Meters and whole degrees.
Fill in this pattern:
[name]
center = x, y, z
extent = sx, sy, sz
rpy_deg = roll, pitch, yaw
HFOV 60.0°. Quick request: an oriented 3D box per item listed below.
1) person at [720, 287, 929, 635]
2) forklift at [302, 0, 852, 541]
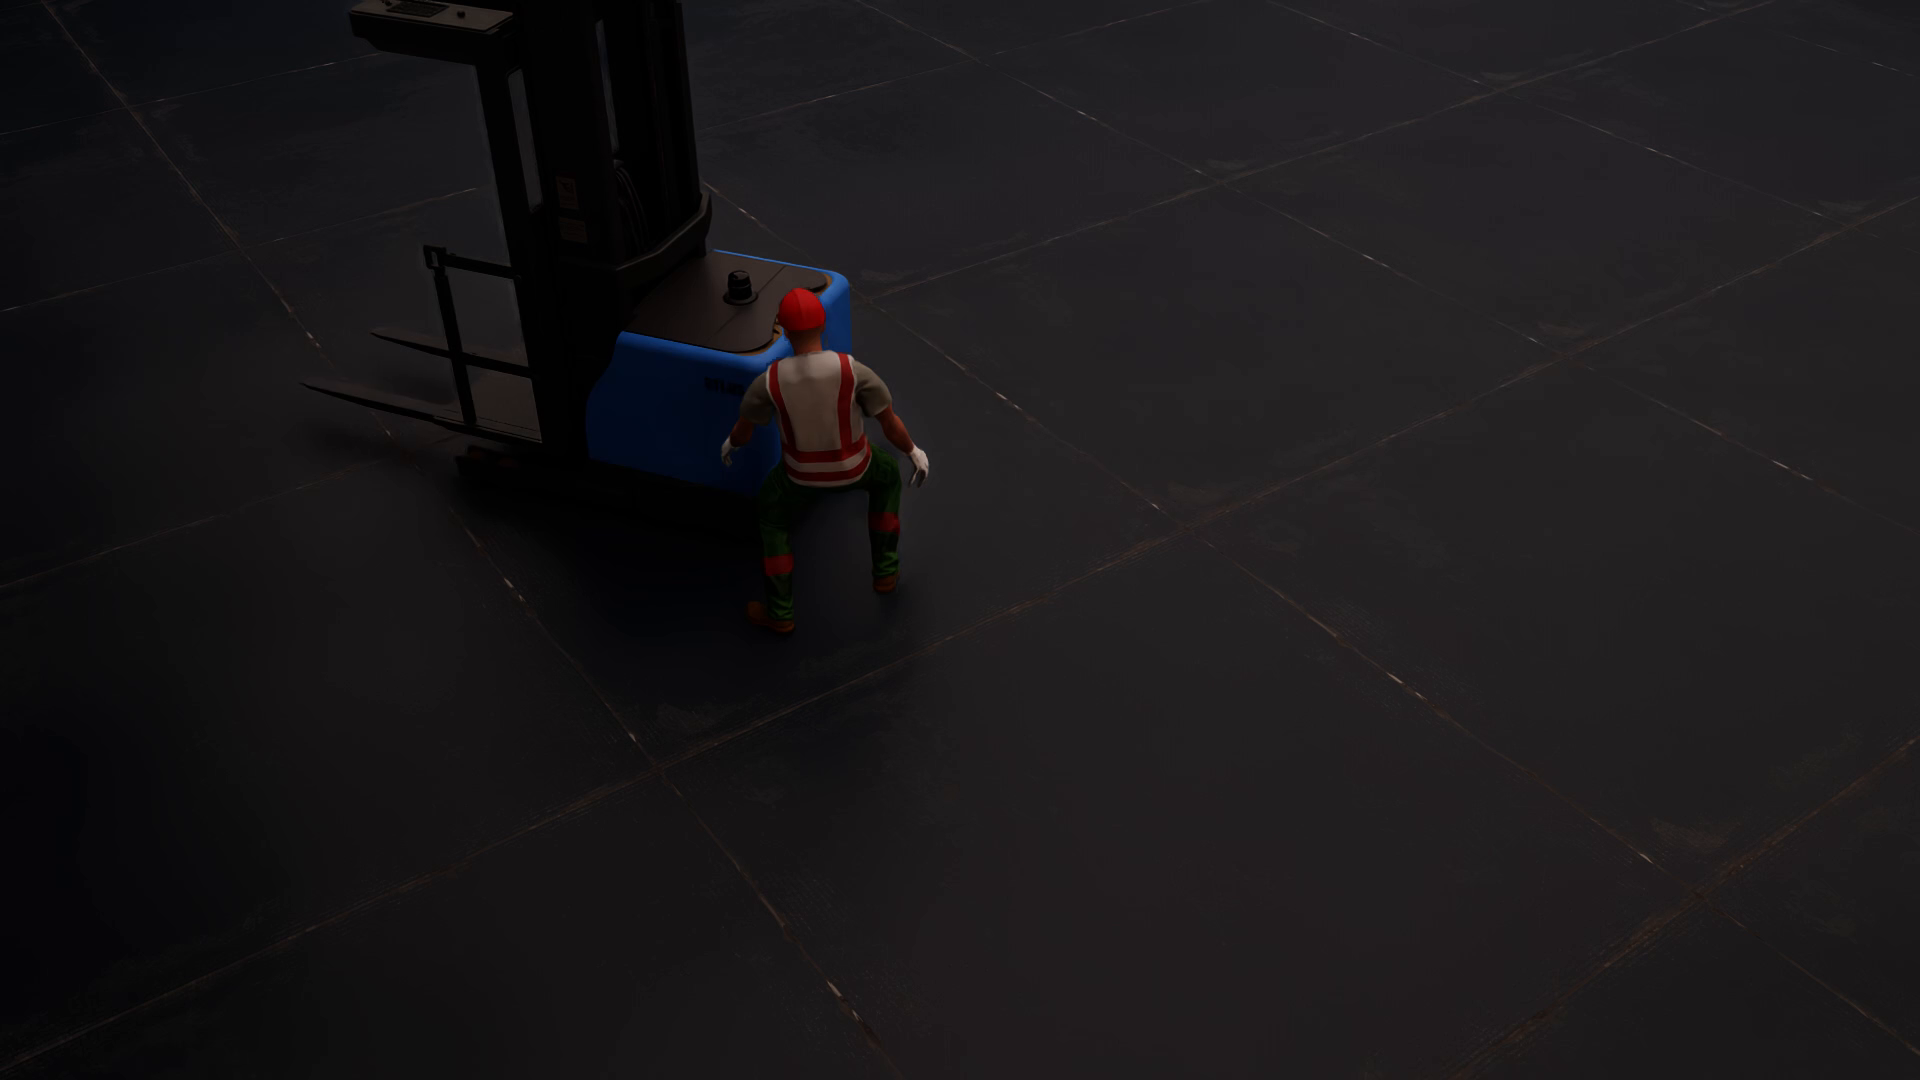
[person]
center = -0.624, -0.389, 7.550
extent = 0.968, 1.669, 0.600
rpy_deg = 0, 36, 1
[forklift]
center = -2.117, -1.724, 8.276
extent = 3.031, 2.935, 1.130
rpy_deg = 13, 38, 17
